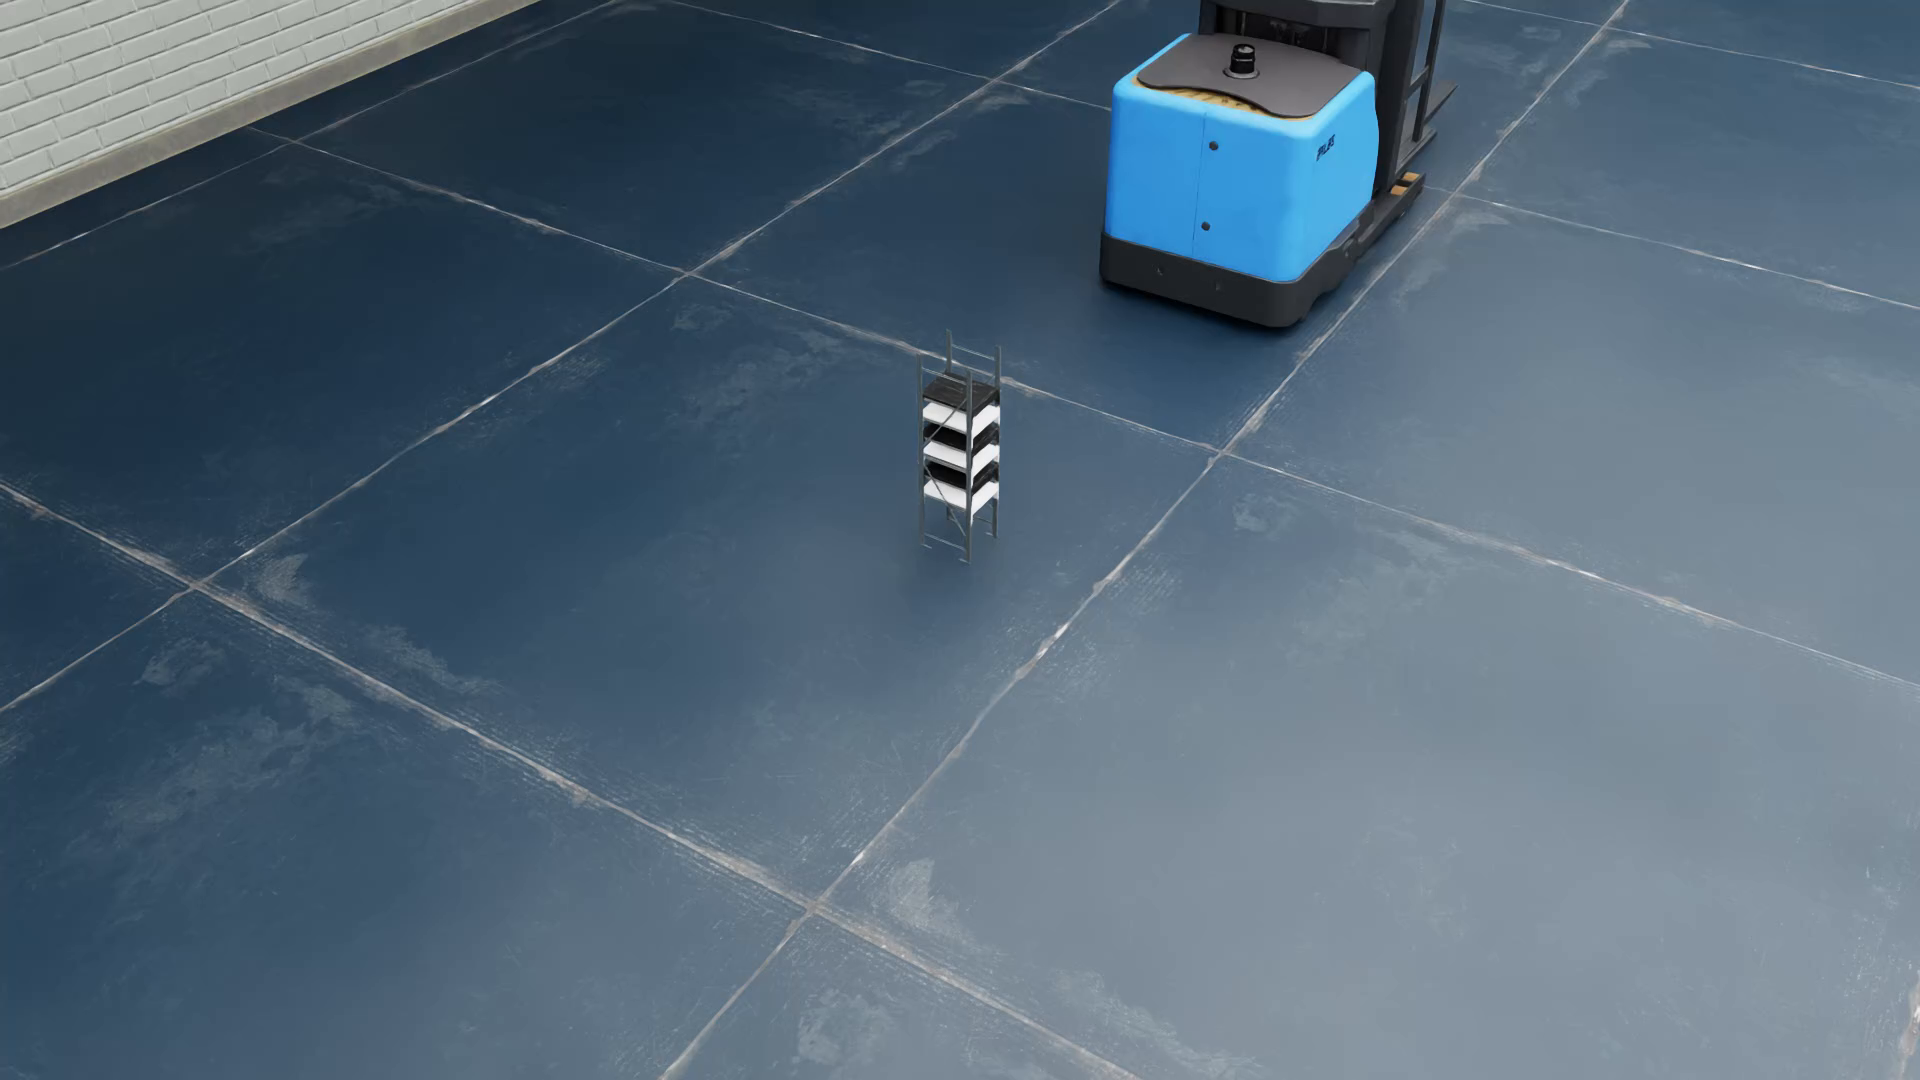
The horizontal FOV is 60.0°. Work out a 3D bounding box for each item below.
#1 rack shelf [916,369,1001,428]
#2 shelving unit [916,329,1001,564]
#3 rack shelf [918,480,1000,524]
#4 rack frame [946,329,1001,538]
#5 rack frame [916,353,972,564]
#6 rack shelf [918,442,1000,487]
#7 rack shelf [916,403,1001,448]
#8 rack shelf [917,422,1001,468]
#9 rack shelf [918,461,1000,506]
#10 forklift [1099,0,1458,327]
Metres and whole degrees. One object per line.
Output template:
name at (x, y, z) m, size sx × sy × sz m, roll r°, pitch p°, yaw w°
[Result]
rack shelf at (-0.004, -0.540, 6.325) m, size 0.258 × 0.077 × 0.200 m, roll 21°, pitch 42°, yaw 25°
shelving unit at (-0.004, -0.352, 6.470) m, size 0.258 × 0.900 × 0.210 m, roll 21°, pitch 42°, yaw 25°
rack shelf at (-0.004, -0.183, 6.600) m, size 0.258 × 0.077 × 0.200 m, roll 21°, pitch 42°, yaw 25°
rack frame at (0.050, -0.405, 6.538) m, size 0.240 × 0.900 × 0.006 m, roll 21°, pitch 42°, yaw 25°
rack frame at (-0.059, -0.300, 6.402) m, size 0.240 × 0.900 × 0.006 m, roll 21°, pitch 42°, yaw 25°
rack shelf at (-0.004, -0.326, 6.490) m, size 0.258 × 0.077 × 0.200 m, roll 21°, pitch 42°, yaw 25°
rack shelf at (-0.004, -0.468, 6.380) m, size 0.258 × 0.077 × 0.200 m, roll 21°, pitch 42°, yaw 25°
rack shelf at (-0.004, -0.397, 6.435) m, size 0.258 × 0.077 × 0.200 m, roll 21°, pitch 42°, yaw 25°
rack shelf at (-0.004, -0.255, 6.545) m, size 0.258 × 0.077 × 0.200 m, roll 21°, pitch 42°, yaw 25°
forklift at (1.900, -3.050, 8.305) m, size 1.130 × 2.935 × 3.031 m, roll 21°, pitch 42°, yaw 24°
